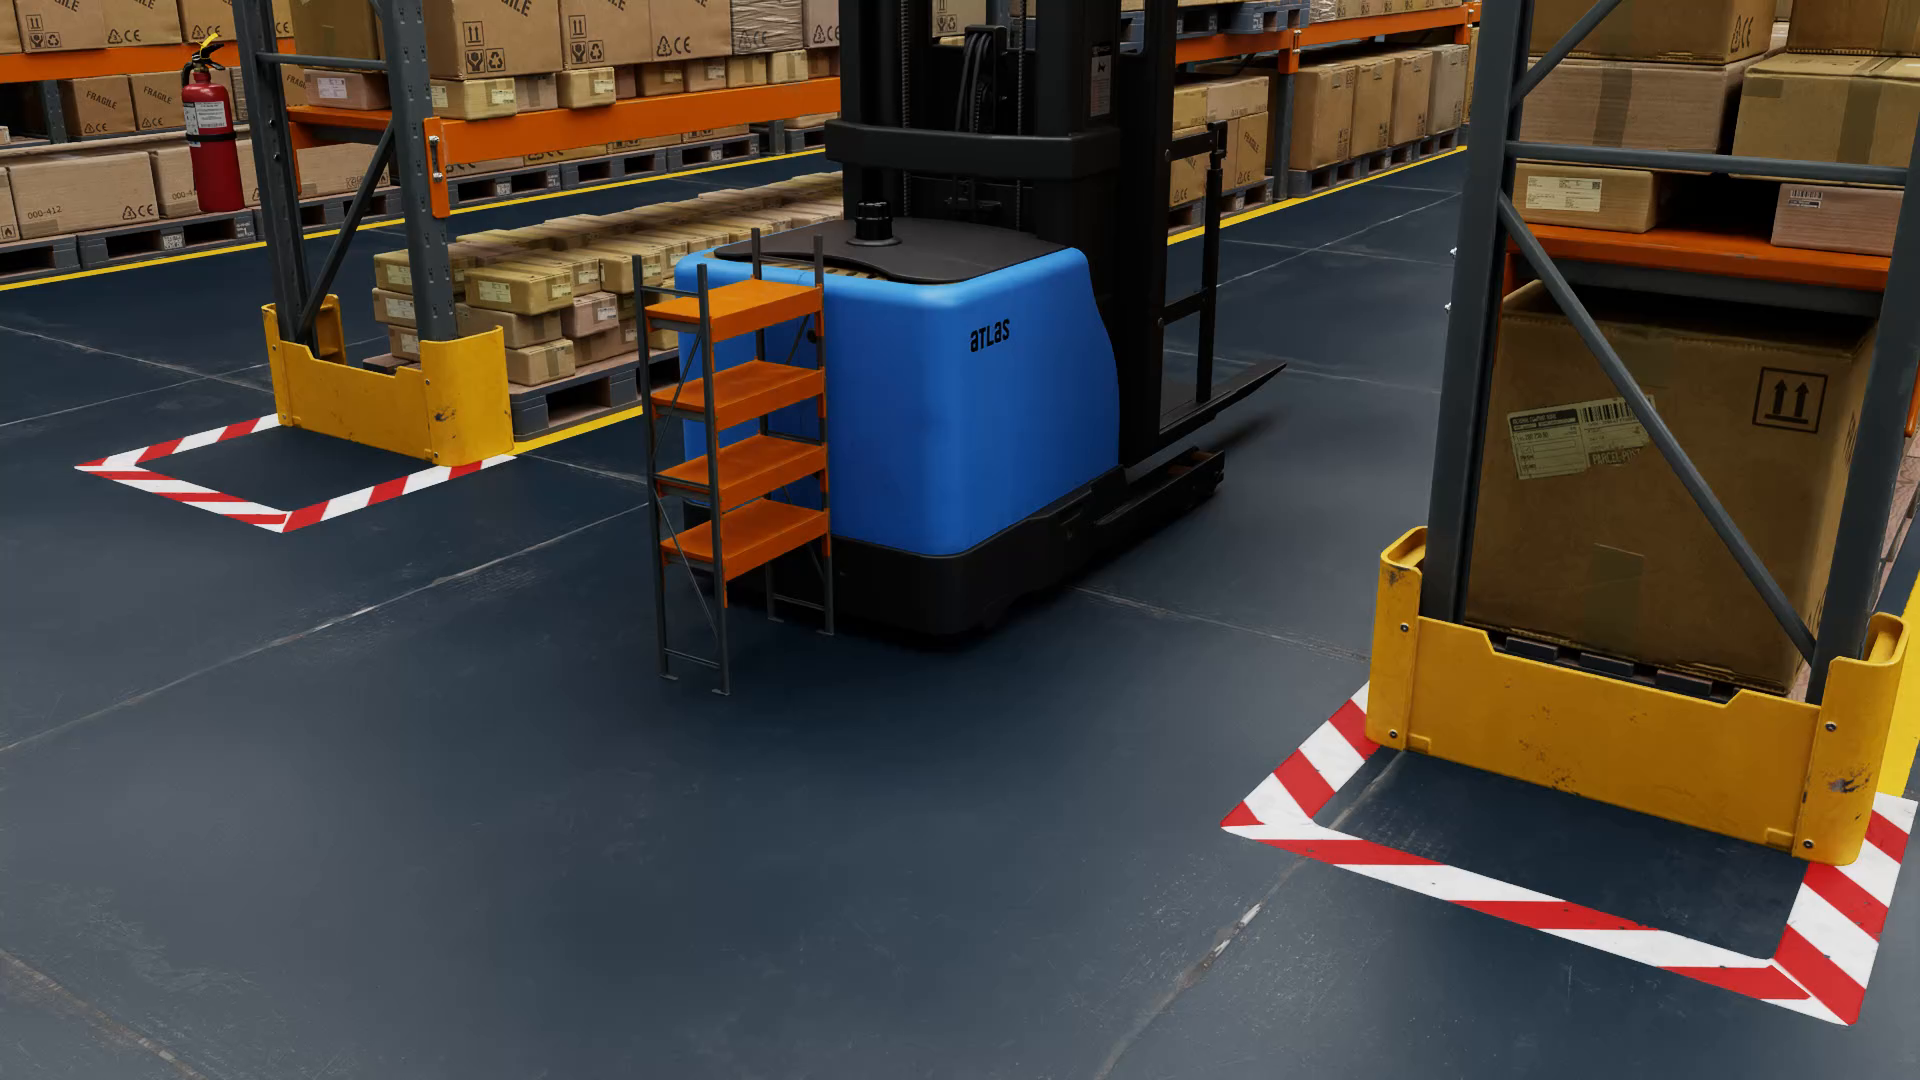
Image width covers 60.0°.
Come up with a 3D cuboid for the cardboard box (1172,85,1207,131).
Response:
[{"bbox_3d":[1.344,-2.960,11.360,0.500,0.250,0.500,14,24,33],"label":"cardboard box"}]

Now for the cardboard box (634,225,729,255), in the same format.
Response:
[{"bbox_3d":[-1.299,-1.363,7.773,0.380,0.149,0.250,14,25,34],"label":"cardboard box"}]

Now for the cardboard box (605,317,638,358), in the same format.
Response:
[{"bbox_3d":[-1.639,-0.937,7.477,0.380,0.149,0.250,14,24,32],"label":"cardboard box"}]

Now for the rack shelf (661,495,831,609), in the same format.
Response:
[{"bbox_3d":[-0.613,0.025,4.735,0.258,0.148,0.480,12,24,30],"label":"rack shelf"}]

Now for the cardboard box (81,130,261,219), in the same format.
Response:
[{"bbox_3d":[-5.258,-2.488,11.256,0.875,0.438,0.875,12,24,30],"label":"cardboard box"}]

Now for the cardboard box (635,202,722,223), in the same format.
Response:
[{"bbox_3d":[-1.428,-1.610,8.440,0.380,0.149,0.250,13,24,32],"label":"cardboard box"}]

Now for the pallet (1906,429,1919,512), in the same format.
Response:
[{"bbox_3d":[3.390,-0.466,6.720,1.003,0.211,1.213,13,24,32],"label":"pallet"}]

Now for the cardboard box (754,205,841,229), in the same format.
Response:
[{"bbox_3d":[-0.820,-1.570,8.333,0.380,0.149,0.250,12,24,30],"label":"cardboard box"}]

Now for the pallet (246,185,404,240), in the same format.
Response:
[{"bbox_3d":[-4.806,-2.399,11.945,1.003,0.211,1.213,13,24,32],"label":"pallet"}]

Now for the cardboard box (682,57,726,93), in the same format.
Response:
[{"bbox_3d":[-1.287,-2.124,7.545,0.380,0.149,0.250,13,24,31],"label":"cardboard box"}]

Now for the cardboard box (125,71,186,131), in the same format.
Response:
[{"bbox_3d":[-7.672,-4.150,15.659,0.500,0.500,0.500,13,24,31],"label":"cardboard box"}]

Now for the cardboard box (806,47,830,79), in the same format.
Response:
[{"bbox_3d":[-0.865,-2.352,8.161,0.380,0.149,0.250,13,24,31],"label":"cardboard box"}]

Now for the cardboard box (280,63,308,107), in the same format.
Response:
[{"bbox_3d":[-6.815,-4.593,16.856,0.500,0.500,0.500,15,25,34],"label":"cardboard box"}]

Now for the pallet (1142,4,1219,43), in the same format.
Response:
[{"bbox_3d":[1.006,-3.455,11.057,1.003,0.211,1.213,13,24,32],"label":"pallet"}]

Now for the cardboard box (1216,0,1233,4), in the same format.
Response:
[{"bbox_3d":[1.610,-3.675,11.134,0.380,0.149,0.250,12,23,29],"label":"cardboard box"}]

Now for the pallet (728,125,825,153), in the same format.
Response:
[{"bbox_3d":[-1.625,-3.973,16.202,1.003,0.211,1.213,13,24,32],"label":"pallet"}]

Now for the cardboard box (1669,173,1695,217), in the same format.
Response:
[{"bbox_3d":[1.706,-0.952,4.378,0.380,0.149,0.250,14,24,32],"label":"cardboard box"}]

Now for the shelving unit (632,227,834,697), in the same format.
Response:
[{"bbox_3d":[-0.613,-0.225,4.643,0.258,1.200,0.503,12,24,30],"label":"shelving unit"}]

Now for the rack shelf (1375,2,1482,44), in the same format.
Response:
[{"bbox_3d":[5.458,-5.505,17.360,1.077,0.370,4.000,13,24,32],"label":"rack shelf"}]

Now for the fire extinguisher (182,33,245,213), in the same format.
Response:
[{"bbox_3d":[-2.935,-1.632,6.502,0.296,0.674,0.183,13,24,32],"label":"fire extinguisher"}]

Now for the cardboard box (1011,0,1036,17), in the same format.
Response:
[{"bbox_3d":[0.439,-3.075,9.512,0.380,0.149,0.250,12,23,29],"label":"cardboard box"}]

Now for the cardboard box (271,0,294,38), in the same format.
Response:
[{"bbox_3d":[-4.648,-3.625,11.096,0.500,0.500,0.500,13,24,31],"label":"cardboard box"}]

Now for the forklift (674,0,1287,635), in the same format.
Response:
[{"bbox_3d":[0.334,-1.560,5.757,1.130,2.935,3.031,12,24,30],"label":"forklift"}]

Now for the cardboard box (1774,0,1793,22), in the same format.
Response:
[{"bbox_3d":[2.829,-2.020,5.609,0.500,0.500,0.500,12,24,30],"label":"cardboard box"}]

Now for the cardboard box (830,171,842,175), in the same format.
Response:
[{"bbox_3d":[-0.528,-2.053,9.639,0.380,0.149,0.250,14,25,34],"label":"cardboard box"}]

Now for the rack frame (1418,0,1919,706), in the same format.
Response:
[{"bbox_3d":[1.633,-0.829,3.682,1.000,3.000,0.127,13,24,32],"label":"rack frame"}]

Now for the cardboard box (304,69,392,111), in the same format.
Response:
[{"bbox_3d":[-2.462,-1.856,6.821,0.380,0.149,0.250,13,24,32],"label":"cardboard box"}]

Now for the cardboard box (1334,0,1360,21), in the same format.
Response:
[{"bbox_3d":[2.844,-4.390,13.165,0.500,0.500,0.500,13,24,31],"label":"cardboard box"}]

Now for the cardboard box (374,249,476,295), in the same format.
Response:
[{"bbox_3d":[-2.324,-1.165,7.238,0.380,0.149,0.250,14,24,32],"label":"cardboard box"}]

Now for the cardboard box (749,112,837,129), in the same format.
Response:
[{"bbox_3d":[-1.740,-4.182,15.928,0.950,0.372,0.625,11,23,28],"label":"cardboard box"}]

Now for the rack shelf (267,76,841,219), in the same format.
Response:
[{"bbox_3d":[-1.288,-2.062,8.052,1.077,0.370,4.000,13,24,32],"label":"rack shelf"}]

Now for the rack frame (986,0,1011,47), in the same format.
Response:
[{"bbox_3d":[-0.163,-2.973,9.478,1.000,3.000,0.127,13,24,32],"label":"rack frame"}]

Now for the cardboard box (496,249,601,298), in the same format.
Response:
[{"bbox_3d":[-1.781,-1.151,7.199,0.380,0.149,0.250,14,24,33],"label":"cardboard box"}]

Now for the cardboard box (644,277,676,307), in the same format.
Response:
[{"bbox_3d":[-1.406,-1.132,7.578,0.380,0.149,0.250,14,25,33],"label":"cardboard box"}]

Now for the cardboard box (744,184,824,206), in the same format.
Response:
[{"bbox_3d":[-0.961,-1.824,9.020,0.380,0.149,0.250,13,24,30],"label":"cardboard box"}]

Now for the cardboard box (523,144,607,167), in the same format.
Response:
[{"bbox_3d":[-3.530,-3.564,13.533,0.875,0.875,0.875,14,25,33],"label":"cardboard box"}]

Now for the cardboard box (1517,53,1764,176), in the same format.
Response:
[{"bbox_3d":[1.686,-1.089,4.172,0.500,0.250,0.500,13,24,31],"label":"cardboard box"}]

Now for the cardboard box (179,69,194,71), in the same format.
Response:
[{"bbox_3d":[-7.459,-4.572,15.865,0.380,0.149,0.250,13,24,32],"label":"cardboard box"}]

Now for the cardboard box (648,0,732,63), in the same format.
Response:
[{"bbox_3d":[-1.365,-2.383,7.311,0.500,0.500,0.500,14,24,33],"label":"cardboard box"}]

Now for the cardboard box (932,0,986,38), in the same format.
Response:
[{"bbox_3d":[-0.202,-2.965,8.885,0.500,0.500,0.500,13,24,32],"label":"cardboard box"}]

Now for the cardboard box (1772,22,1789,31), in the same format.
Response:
[{"bbox_3d":[2.547,-1.531,5.367,0.500,0.250,0.500,13,24,32],"label":"cardboard box"}]

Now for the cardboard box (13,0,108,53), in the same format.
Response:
[{"bbox_3d":[-5.493,-3.183,9.903,0.500,0.500,0.500,13,24,32],"label":"cardboard box"}]

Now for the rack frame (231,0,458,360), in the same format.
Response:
[{"bbox_3d":[-2.412,-1.825,6.376,1.000,3.000,0.127,13,24,32],"label":"rack frame"}]

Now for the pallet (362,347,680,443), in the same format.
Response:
[{"bbox_3d":[-1.883,-0.765,7.530,1.003,0.211,1.213,13,24,32],"label":"pallet"}]

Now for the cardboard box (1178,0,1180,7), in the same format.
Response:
[{"bbox_3d":[1.168,-3.451,10.528,0.380,0.149,0.250,13,24,31],"label":"cardboard box"}]

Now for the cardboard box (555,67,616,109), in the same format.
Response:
[{"bbox_3d":[-1.654,-1.884,6.897,0.380,0.149,0.250,12,24,30],"label":"cardboard box"}]

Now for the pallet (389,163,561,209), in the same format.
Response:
[{"bbox_3d":[-3.943,-2.838,13.132,1.003,0.211,1.213,13,24,32],"label":"pallet"}]

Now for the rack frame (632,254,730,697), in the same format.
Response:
[{"bbox_3d":[-0.743,-0.153,4.449,0.240,1.200,0.015,12,24,30],"label":"rack frame"}]

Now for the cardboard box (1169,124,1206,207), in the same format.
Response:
[{"bbox_3d":[1.353,-2.602,11.474,0.500,0.500,0.500,12,23,29],"label":"cardboard box"}]

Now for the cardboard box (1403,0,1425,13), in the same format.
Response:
[{"bbox_3d":[3.694,-4.823,14.337,0.500,0.500,0.500,14,24,32],"label":"cardboard box"}]

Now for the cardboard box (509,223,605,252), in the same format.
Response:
[{"bbox_3d":[-1.897,-1.387,7.838,0.380,0.149,0.250,12,24,30],"label":"cardboard box"}]

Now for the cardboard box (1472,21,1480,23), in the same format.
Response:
[{"bbox_3d":[5.249,-4.895,17.132,0.875,0.875,0.875,13,24,32],"label":"cardboard box"}]

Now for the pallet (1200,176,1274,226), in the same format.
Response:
[{"bbox_3d":[1.645,-2.589,12.459,1.003,0.211,1.213,13,24,32],"label":"pallet"}]

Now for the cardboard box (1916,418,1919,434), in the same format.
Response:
[{"bbox_3d":[3.445,-1.003,6.611,0.875,0.875,0.875,13,24,32],"label":"cardboard box"}]

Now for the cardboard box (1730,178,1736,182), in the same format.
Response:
[{"bbox_3d":[2.134,-1.171,4.969,0.380,0.149,0.250,13,24,31],"label":"cardboard box"}]

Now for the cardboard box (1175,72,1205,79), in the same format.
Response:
[{"bbox_3d":[1.497,-3.346,12.405,0.500,0.250,0.500,12,23,29],"label":"cardboard box"}]

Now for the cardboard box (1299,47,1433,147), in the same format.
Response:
[{"bbox_3d":[3.514,-3.938,14.726,1.050,0.750,0.750,13,24,32],"label":"cardboard box"}]

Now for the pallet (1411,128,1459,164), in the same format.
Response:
[{"bbox_3d":[3.962,-3.724,15.529,1.003,0.211,1.213,13,24,32],"label":"pallet"}]

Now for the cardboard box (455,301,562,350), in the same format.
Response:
[{"bbox_3d":[-1.905,-0.925,7.017,0.380,0.149,0.250,14,25,34],"label":"cardboard box"}]
